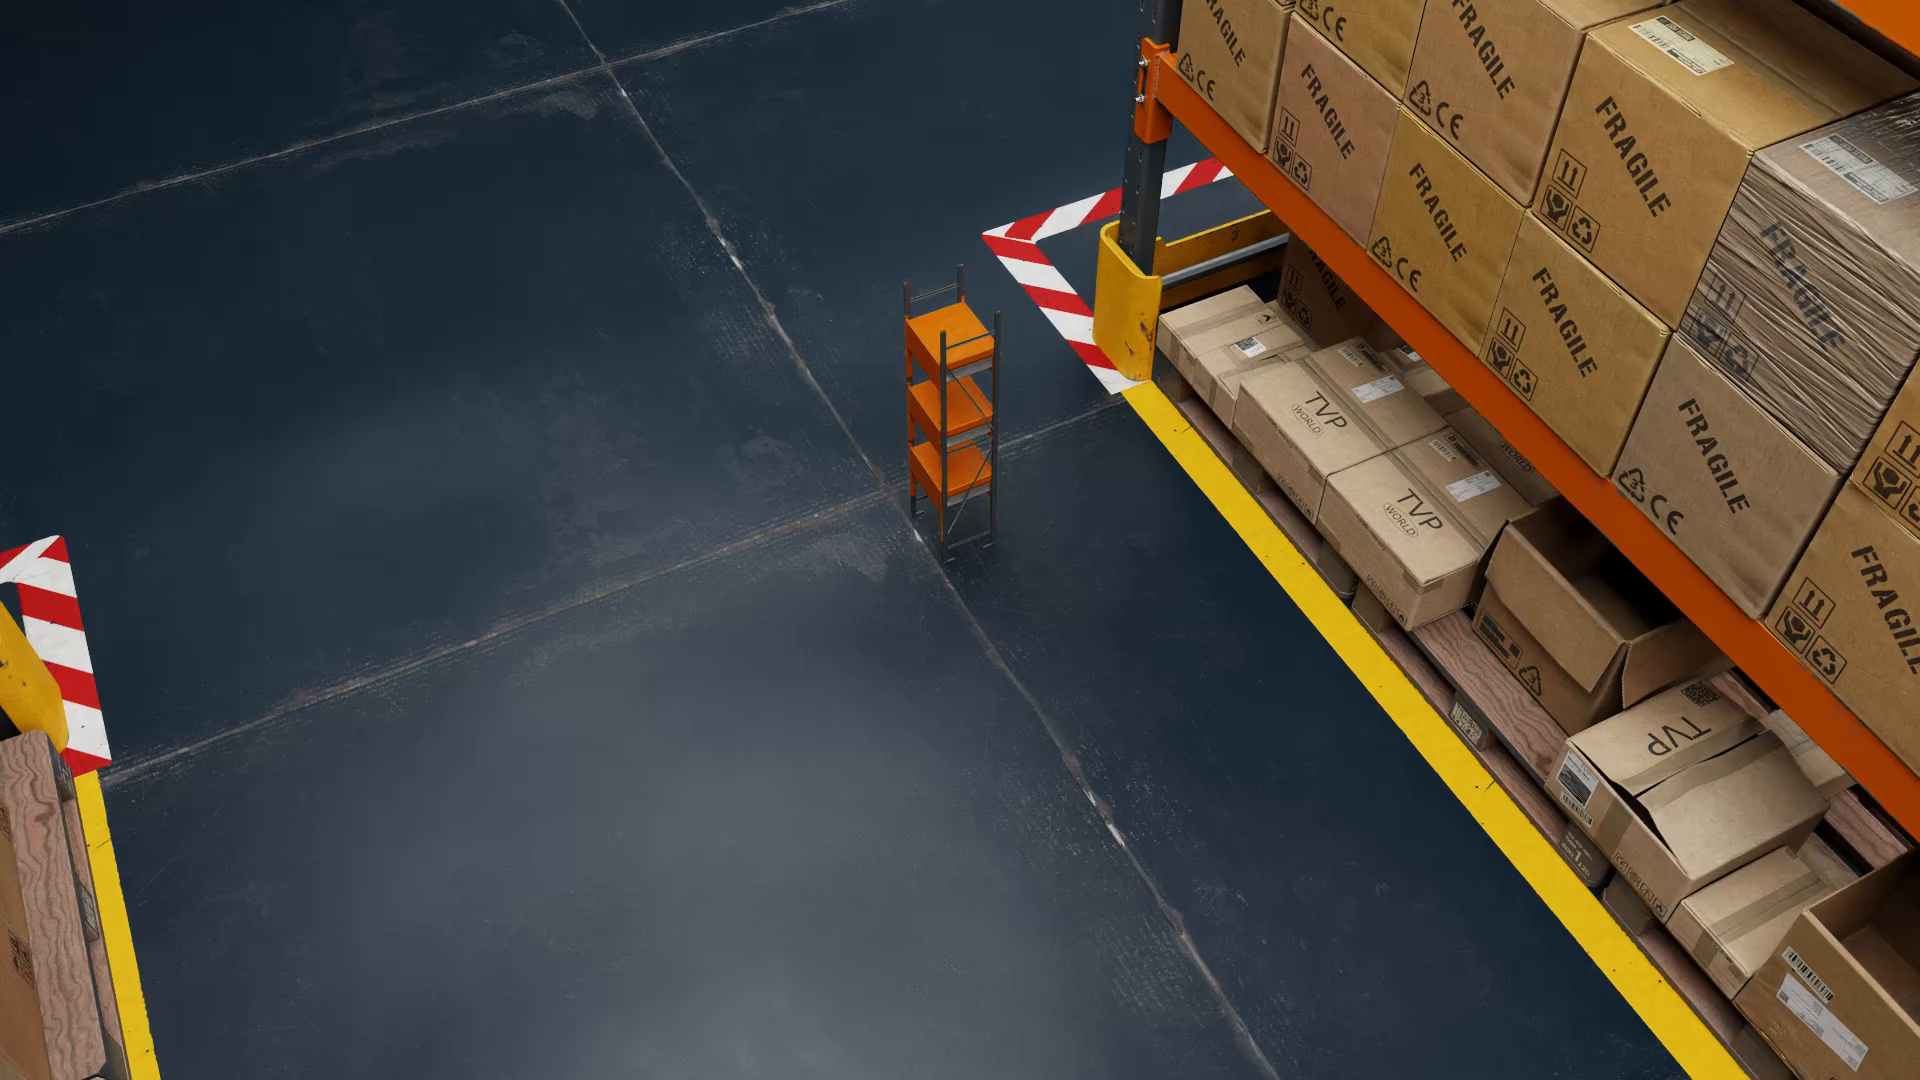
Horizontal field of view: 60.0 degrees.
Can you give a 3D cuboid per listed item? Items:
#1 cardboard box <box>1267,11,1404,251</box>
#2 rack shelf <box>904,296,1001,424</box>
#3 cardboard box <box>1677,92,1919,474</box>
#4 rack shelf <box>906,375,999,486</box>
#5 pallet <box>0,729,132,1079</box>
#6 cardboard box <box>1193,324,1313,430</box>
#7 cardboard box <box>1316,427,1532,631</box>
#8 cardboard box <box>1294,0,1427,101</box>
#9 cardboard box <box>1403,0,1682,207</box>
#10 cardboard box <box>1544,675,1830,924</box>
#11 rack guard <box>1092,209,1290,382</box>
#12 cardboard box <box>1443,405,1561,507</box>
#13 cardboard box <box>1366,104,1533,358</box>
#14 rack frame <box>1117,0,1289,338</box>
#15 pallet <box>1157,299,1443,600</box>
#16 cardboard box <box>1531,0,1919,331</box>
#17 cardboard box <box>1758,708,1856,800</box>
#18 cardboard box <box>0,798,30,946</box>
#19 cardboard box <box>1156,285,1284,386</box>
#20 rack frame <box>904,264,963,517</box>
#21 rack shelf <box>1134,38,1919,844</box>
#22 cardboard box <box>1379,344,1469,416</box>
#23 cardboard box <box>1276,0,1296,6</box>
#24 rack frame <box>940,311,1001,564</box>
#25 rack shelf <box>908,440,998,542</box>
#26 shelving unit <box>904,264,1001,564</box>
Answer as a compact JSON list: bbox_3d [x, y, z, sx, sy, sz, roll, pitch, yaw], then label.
[{"bbox_3d":[1.261,-1.236,4.772,0.500,0.500,0.500,-22,52,-18],"label":"cardboard box"},{"bbox_3d":[-0.024,-0.561,5.181,0.215,0.259,0.240,-21,52,-18],"label":"rack shelf"},{"bbox_3d":[1.953,-0.548,3.506,0.500,0.500,0.500,-21,52,-17],"label":"cardboard box"},{"bbox_3d":[-0.024,-0.374,5.394,0.215,0.259,0.240,-21,52,-18],"label":"rack shelf"},{"bbox_3d":[-2.915,1.200,4.560,1.003,0.211,1.213,-21,52,-18],"label":"pallet"},{"bbox_3d":[1.052,-0.581,5.855,0.380,0.166,0.250,-21,52,-18],"label":"cardboard box"},{"bbox_3d":[1.506,-0.043,5.329,0.500,0.250,0.500,-21,52,-18],"label":"cardboard box"},{"bbox_3d":[1.267,-1.562,4.392,0.500,0.500,0.500,-21,52,-17],"label":"cardboard box"},{"bbox_3d":[1.491,-1.225,4.098,0.500,0.500,0.500,-21,52,-17],"label":"cardboard box"},{"bbox_3d":[2.026,0.697,4.641,0.500,0.311,0.500,-21,52,-18],"label":"cardboard box"},{"bbox_3d":[1.087,-1.061,6.346,1.175,0.500,0.348,-21,52,-18],"label":"rack guard"},{"bbox_3d":[1.928,-0.249,5.509,0.500,0.250,0.500,-21,52,-18],"label":"cardboard box"},{"bbox_3d":[1.488,-0.899,4.477,0.500,0.500,0.500,-21,52,-18],"label":"cardboard box"},{"bbox_3d":[1.052,-1.935,5.449,1.000,3.000,0.127,-21,52,-18],"label":"rack frame"},{"bbox_3d":[1.452,-0.432,5.988,1.003,0.211,1.213,-21,52,-18],"label":"pallet"},{"bbox_3d":[1.724,-0.885,3.801,0.500,0.500,0.500,-22,52,-18],"label":"cardboard box"},{"bbox_3d":[2.478,0.600,4.823,0.380,0.166,0.250,-21,52,-18],"label":"cardboard box"},{"bbox_3d":[-2.942,0.893,4.358,0.700,0.500,0.500,-21,52,-18],"label":"cardboard box"},{"bbox_3d":[0.938,-0.742,6.008,0.380,0.149,0.250,-21,52,-18],"label":"cardboard box"},{"bbox_3d":[-0.080,-0.463,5.458,0.200,1.050,0.008,-21,52,-18],"label":"rack frame"},{"bbox_3d":[1.967,-0.359,4.549,1.077,0.370,4.000,-21,52,-18],"label":"rack shelf"},{"bbox_3d":[1.625,-0.565,5.842,0.380,0.166,0.250,-21,52,-18],"label":"cardboard box"},{"bbox_3d":[1.021,-1.909,4.696,0.500,0.500,0.500,-20,52,-16],"label":"cardboard box"},{"bbox_3d":[0.031,-0.300,5.315,0.200,1.050,0.008,-21,52,-18],"label":"rack frame"},{"bbox_3d":[-0.024,-0.192,5.603,0.215,0.259,0.240,-21,52,-18],"label":"rack shelf"},{"bbox_3d":[-0.024,-0.381,5.386,0.215,1.050,0.252,-21,52,-18],"label":"shelving unit"}]
